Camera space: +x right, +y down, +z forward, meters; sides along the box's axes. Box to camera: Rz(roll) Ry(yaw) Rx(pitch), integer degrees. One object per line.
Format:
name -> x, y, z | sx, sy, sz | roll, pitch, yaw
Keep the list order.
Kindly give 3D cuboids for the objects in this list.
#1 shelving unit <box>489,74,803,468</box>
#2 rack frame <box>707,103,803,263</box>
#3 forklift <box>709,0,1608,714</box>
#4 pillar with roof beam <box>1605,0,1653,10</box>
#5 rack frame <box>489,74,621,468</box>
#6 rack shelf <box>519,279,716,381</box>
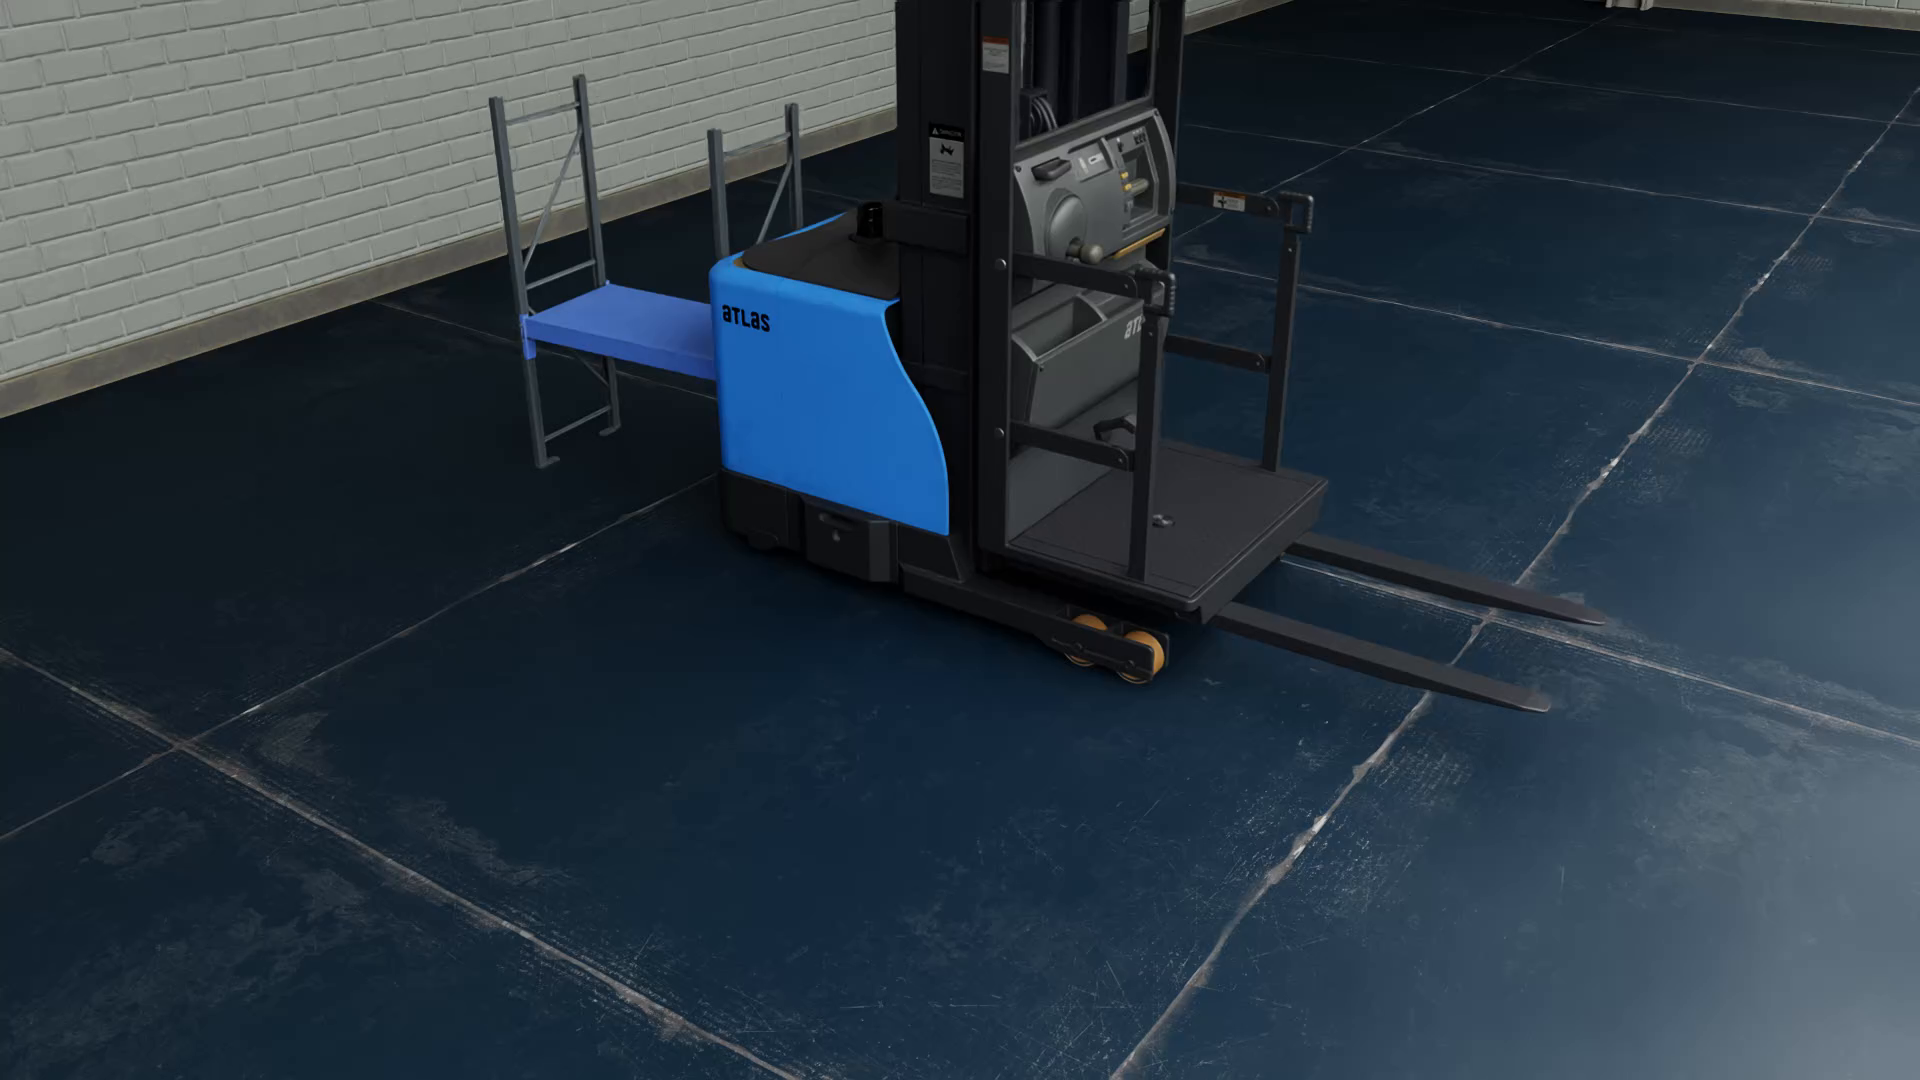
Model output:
shelving unit -> -1.170, -0.948, 6.460 | 1.048, 1.500, 0.538 | 15, 30, 27
rack frame -> -0.730, -0.833, 6.233 | 0.032, 1.500, 0.500 | 15, 30, 27
forklift -> 0.616, -1.119, 5.218 | 3.031, 2.935, 1.130 | 17, 31, 30
pillar with roof beam -> 4.368, -7.828, 11.710 | 0.400, 9.000, 9.100 | 17, 32, 30
rack frame -> -1.609, -1.064, 6.688 | 0.032, 1.500, 0.500 | 15, 30, 27
rack shelf -> -1.170, -0.788, 6.542 | 1.000, 0.185, 0.538 | 15, 30, 27
